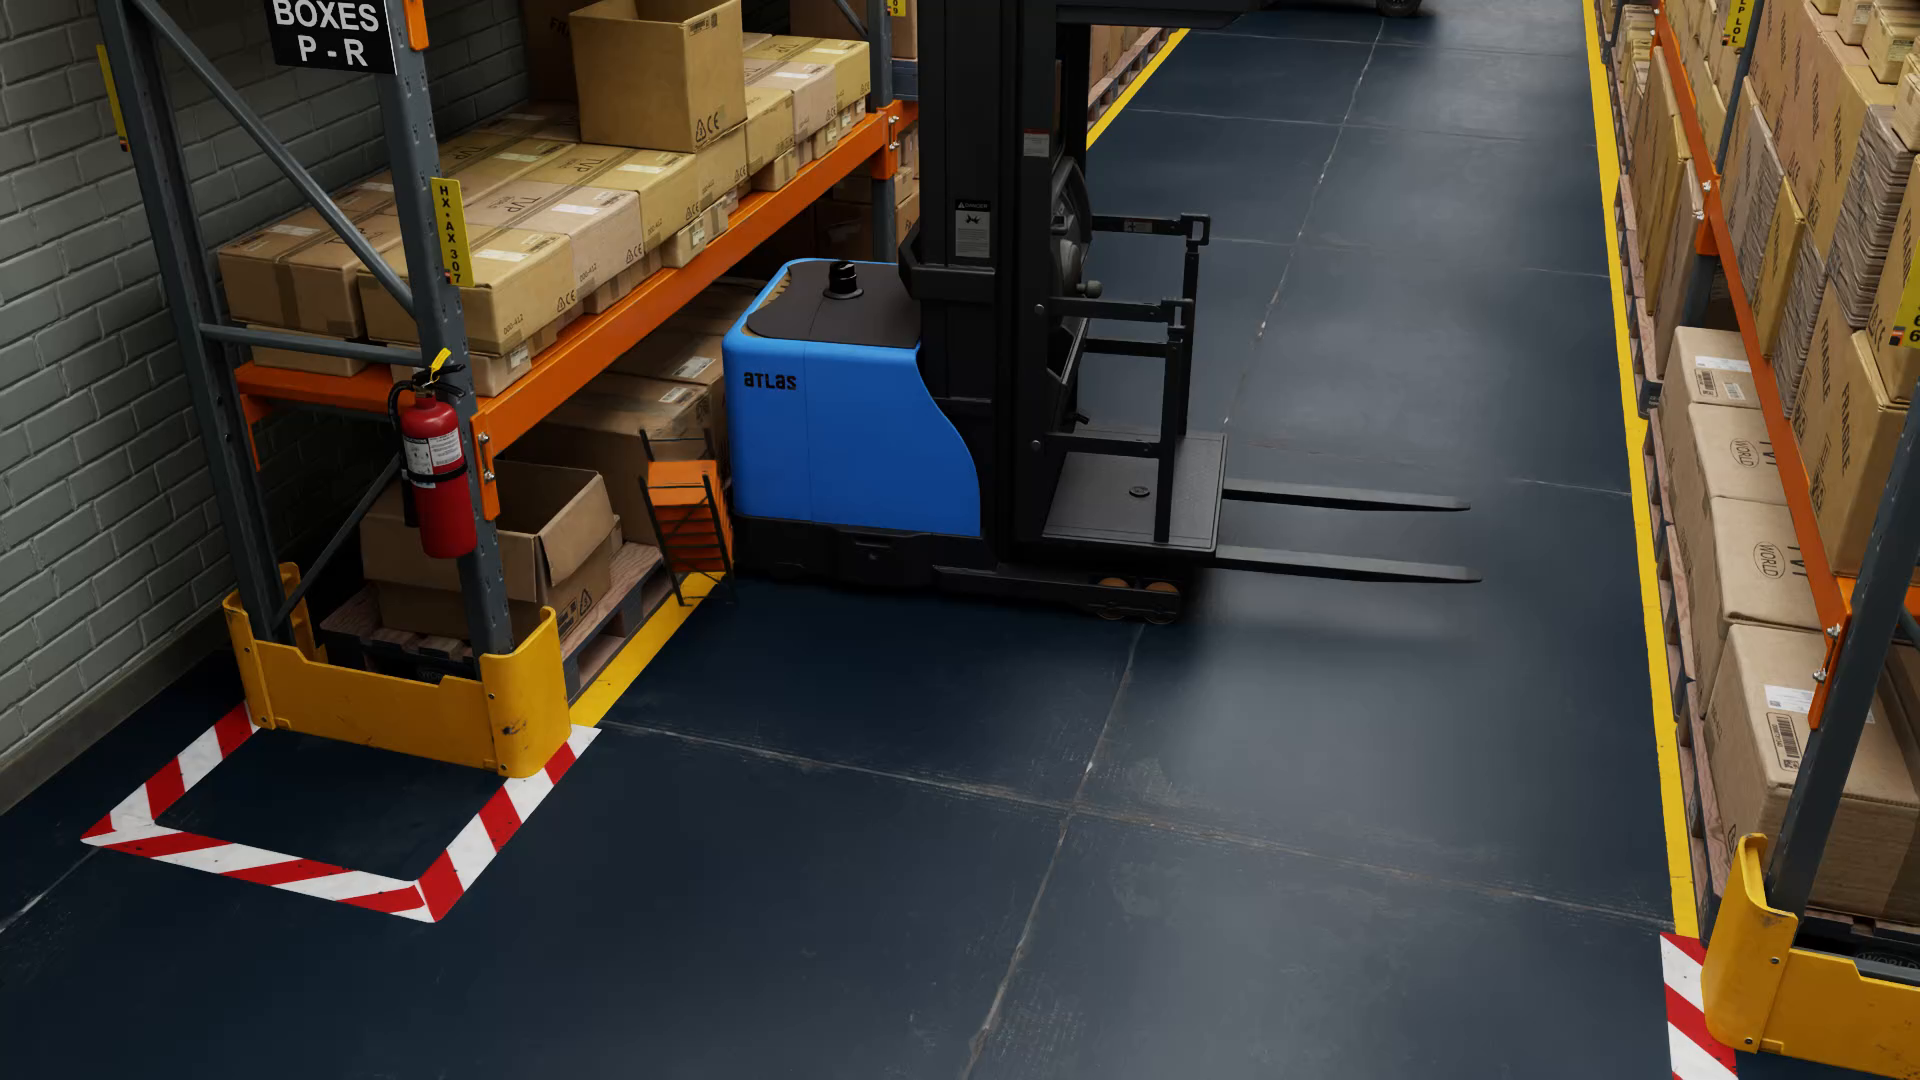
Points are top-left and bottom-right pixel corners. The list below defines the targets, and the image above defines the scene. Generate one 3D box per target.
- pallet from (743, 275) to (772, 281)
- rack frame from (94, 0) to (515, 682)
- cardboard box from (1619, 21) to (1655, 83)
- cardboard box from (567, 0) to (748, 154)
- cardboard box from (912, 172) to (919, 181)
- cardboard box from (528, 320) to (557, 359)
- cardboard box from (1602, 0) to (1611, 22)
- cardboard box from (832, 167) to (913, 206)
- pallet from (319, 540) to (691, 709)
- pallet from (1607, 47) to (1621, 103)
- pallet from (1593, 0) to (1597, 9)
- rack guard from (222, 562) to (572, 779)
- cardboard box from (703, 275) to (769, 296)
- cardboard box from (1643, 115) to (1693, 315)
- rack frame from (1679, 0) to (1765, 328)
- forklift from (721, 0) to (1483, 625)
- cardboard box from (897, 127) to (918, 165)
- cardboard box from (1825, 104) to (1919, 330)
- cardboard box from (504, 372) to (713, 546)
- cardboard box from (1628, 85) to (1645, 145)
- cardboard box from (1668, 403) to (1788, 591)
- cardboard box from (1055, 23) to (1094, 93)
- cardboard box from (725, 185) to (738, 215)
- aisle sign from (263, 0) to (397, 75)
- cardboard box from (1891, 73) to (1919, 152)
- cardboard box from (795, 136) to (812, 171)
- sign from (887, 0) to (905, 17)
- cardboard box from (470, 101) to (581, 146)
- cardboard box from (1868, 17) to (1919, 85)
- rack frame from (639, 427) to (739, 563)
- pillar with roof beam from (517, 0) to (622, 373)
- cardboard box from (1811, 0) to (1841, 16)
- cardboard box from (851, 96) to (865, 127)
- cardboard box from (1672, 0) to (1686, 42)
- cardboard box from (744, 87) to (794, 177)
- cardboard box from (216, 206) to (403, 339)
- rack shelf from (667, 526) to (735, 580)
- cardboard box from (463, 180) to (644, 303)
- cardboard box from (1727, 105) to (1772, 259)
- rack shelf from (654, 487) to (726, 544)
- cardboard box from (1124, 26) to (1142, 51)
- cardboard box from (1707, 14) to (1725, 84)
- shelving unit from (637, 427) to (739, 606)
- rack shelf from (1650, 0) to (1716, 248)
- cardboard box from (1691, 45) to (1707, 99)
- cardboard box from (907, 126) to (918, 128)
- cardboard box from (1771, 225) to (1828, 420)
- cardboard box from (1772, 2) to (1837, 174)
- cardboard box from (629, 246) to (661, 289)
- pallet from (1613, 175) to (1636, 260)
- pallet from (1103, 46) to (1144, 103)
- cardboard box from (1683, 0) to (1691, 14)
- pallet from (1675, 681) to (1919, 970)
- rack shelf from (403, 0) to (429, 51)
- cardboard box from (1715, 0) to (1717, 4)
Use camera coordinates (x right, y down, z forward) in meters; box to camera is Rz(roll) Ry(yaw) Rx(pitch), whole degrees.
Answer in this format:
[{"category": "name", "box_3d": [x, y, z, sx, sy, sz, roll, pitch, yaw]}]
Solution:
[{"category": "pallet", "box_3d": [-0.640, -1.627, 9.958, 1.003, 0.211, 1.213, 8, 30, 15]}, {"category": "rack frame", "box_3d": [-2.016, -0.603, 5.249, 1.000, 3.000, 0.127, 8, 30, 15]}, {"category": "cardboard box", "box_3d": [5.893, -3.930, 13.500, 0.950, 0.372, 0.625, 10, 31, 18]}, {"category": "cardboard box", "box_3d": [-1.186, -1.865, 6.594, 0.500, 0.500, 0.500, 9, 30, 16]}, {"category": "cardboard box", "box_3d": [-0.338, -1.995, 9.890, 0.500, 0.500, 0.500, 8, 30, 14]}, {"category": "cardboard box", "box_3d": [-1.627, -0.732, 5.739, 0.380, 0.149, 0.250, 9, 30, 16]}, {"category": "cardboard box", "box_3d": [6.315, -5.017, 15.580, 0.500, 0.250, 0.500, 8, 30, 14]}, {"category": "cardboard box", "box_3d": [-0.483, -1.966, 9.170, 0.380, 0.149, 0.250, 10, 31, 17]}, {"category": "pallet", "box_3d": [-1.761, 0.209, 6.657, 1.003, 0.211, 1.213, 8, 30, 15]}, {"category": "pallet", "box_3d": [6.025, -3.893, 14.031, 1.003, 0.211, 1.213, 8, 30, 15]}, {"category": "pallet", "box_3d": [7.132, -5.706, 17.290, 1.003, 0.211, 1.213, 8, 30, 15]}, {"category": "rack guard", "box_3d": [-1.994, 0.454, 5.920, 1.175, 0.500, 0.348, 8, 30, 15]}, {"category": "cardboard box", "box_3d": [-1.262, -1.197, 8.651, 0.500, 0.311, 0.500, 10, 30, 17]}, {"category": "cardboard box", "box_3d": [4.267, -1.731, 9.030, 0.875, 0.875, 0.875, 9, 30, 16]}, {"category": "rack frame", "box_3d": [3.904, -1.756, 7.321, 1.000, 3.000, 0.127, 8, 30, 15]}, {"category": "forklift", "box_3d": [0.619, -1.224, 6.435, 3.031, 2.935, 1.130, 5, 30, 9]}, {"category": "cardboard box", "box_3d": [-0.452, -2.223, 9.327, 0.380, 0.149, 0.250, 7, 30, 12]}, {"category": "cardboard box", "box_3d": [2.769, -0.883, 4.620, 0.500, 0.500, 0.500, 9, 30, 15]}, {"category": "cardboard box", "box_3d": [-1.458, -0.357, 6.945, 0.700, 0.500, 0.500, 10, 31, 17]}, {"category": "cardboard box", "box_3d": [5.253, -2.911, 11.668, 0.950, 0.372, 0.625, 6, 30, 11]}, {"category": "cardboard box", "box_3d": [3.355, -0.127, 6.596, 0.875, 0.438, 0.875, 8, 30, 13]}, {"category": "cardboard box", "box_3d": [0.528, -3.755, 12.925, 0.875, 0.625, 0.625, 9, 30, 16]}, {"category": "cardboard box", "box_3d": [-1.164, -1.454, 7.036, 0.380, 0.149, 0.250, 8, 30, 15]}, {"category": "aisle sign", "box_3d": [-1.756, -1.666, 4.485, 0.394, 0.787, 0.004, 8, 30, 15]}, {"category": "cardboard box", "box_3d": [2.690, -1.110, 4.361, 0.380, 0.149, 0.250, 8, 30, 14]}, {"category": "cardboard box", "box_3d": [-0.906, -1.802, 7.662, 0.380, 0.149, 0.250, 9, 30, 16]}, {"category": "sign", "box_3d": [-0.321, -2.767, 8.247, 0.100, 0.325, 0.005, 8, 30, 15]}, {"category": "cardboard box", "box_3d": [-1.679, -1.631, 6.945, 0.500, 0.250, 0.500, 8, 30, 15]}, {"category": "cardboard box", "box_3d": [2.966, -1.457, 4.985, 0.380, 0.149, 0.250, 9, 30, 16]}, {"category": "rack frame", "box_3d": [-1.008, -0.144, 6.288, 0.240, 1.200, 0.006, -2, 66, -3]}, {"category": "pillar with roof beam", "box_3d": [2.207, -4.275, 5.678, 9.100, 9.000, 0.400, 8, 30, 15]}, {"category": "cardboard box", "box_3d": [3.231, -1.938, 5.849, 0.380, 0.149, 0.250, 8, 30, 13]}, {"category": "cardboard box", "box_3d": [-0.695, -2.168, 8.321, 0.380, 0.149, 0.250, 9, 30, 16]}, {"category": "cardboard box", "box_3d": [4.560, -3.116, 9.921, 0.500, 0.250, 0.500, 8, 30, 13]}, {"category": "cardboard box", "box_3d": [-1.051, -1.790, 7.231, 0.500, 0.250, 0.500, 8, 30, 15]}, {"category": "cardboard box", "box_3d": [-2.135, -0.919, 5.666, 0.500, 0.250, 0.500, 9, 30, 16]}, {"category": "rack shelf", "box_3d": [-1.013, 0.053, 6.512, 0.258, 0.103, 0.180, -2, 66, -3]}, {"category": "cardboard box", "box_3d": [-1.478, -1.075, 5.944, 0.500, 0.250, 0.500, 9, 30, 15]}, {"category": "cardboard box", "box_3d": [3.364, -1.385, 6.552, 0.500, 0.500, 0.500, 9, 30, 15]}, {"category": "rack shelf", "box_3d": [-1.001, -0.091, 6.183, 0.258, 0.103, 0.180, -2, 66, -3]}, {"category": "cardboard box", "box_3d": [1.128, -4.722, 14.664, 0.875, 0.625, 0.625, 8, 30, 14]}, {"category": "cardboard box", "box_3d": [3.940, -2.382, 8.086, 0.500, 0.250, 0.500, 9, 30, 16]}, {"category": "shelving unit", "box_3d": [-1.004, -0.060, 6.252, 0.258, 1.200, 0.189, -2, 66, -3]}, {"category": "rack shelf", "box_3d": [4.491, -2.371, 9.166, 1.077, 0.370, 4.000, 8, 30, 15]}, {"category": "cardboard box", "box_3d": [4.111, -2.403, 8.638, 0.500, 0.250, 0.500, 8, 30, 14]}, {"category": "cardboard box", "box_3d": [-0.343, -2.356, 9.871, 0.380, 0.149, 0.250, 8, 30, 14]}, {"category": "cardboard box", "box_3d": [2.922, -0.674, 5.273, 0.500, 0.500, 0.500, 9, 30, 16]}, {"category": "cardboard box", "box_3d": [3.217, -1.579, 5.872, 0.500, 0.500, 0.500, 9, 30, 16]}, {"category": "cardboard box", "box_3d": [-1.378, -1.092, 6.386, 0.380, 0.149, 0.250, 9, 30, 16]}, {"category": "pallet", "box_3d": [4.774, -2.040, 10.701, 1.003, 0.211, 1.213, 8, 30, 15]}, {"category": "pallet", "box_3d": [0.971, -4.045, 14.304, 1.003, 0.211, 1.213, 8, 30, 15]}, {"category": "cardboard box", "box_3d": [4.382, -3.097, 9.372, 0.500, 0.250, 0.500, 8, 30, 15]}, {"category": "pallet", "box_3d": [2.890, 0.939, 5.345, 1.003, 0.211, 1.213, 8, 30, 15]}, {"category": "rack shelf", "box_3d": [-1.429, -2.529, 6.366, 1.077, 0.370, 4.000, 8, 30, 15]}, {"category": "cardboard box", "box_3d": [4.107, -2.954, 8.343, 0.500, 0.500, 0.500, 9, 30, 16]}]
